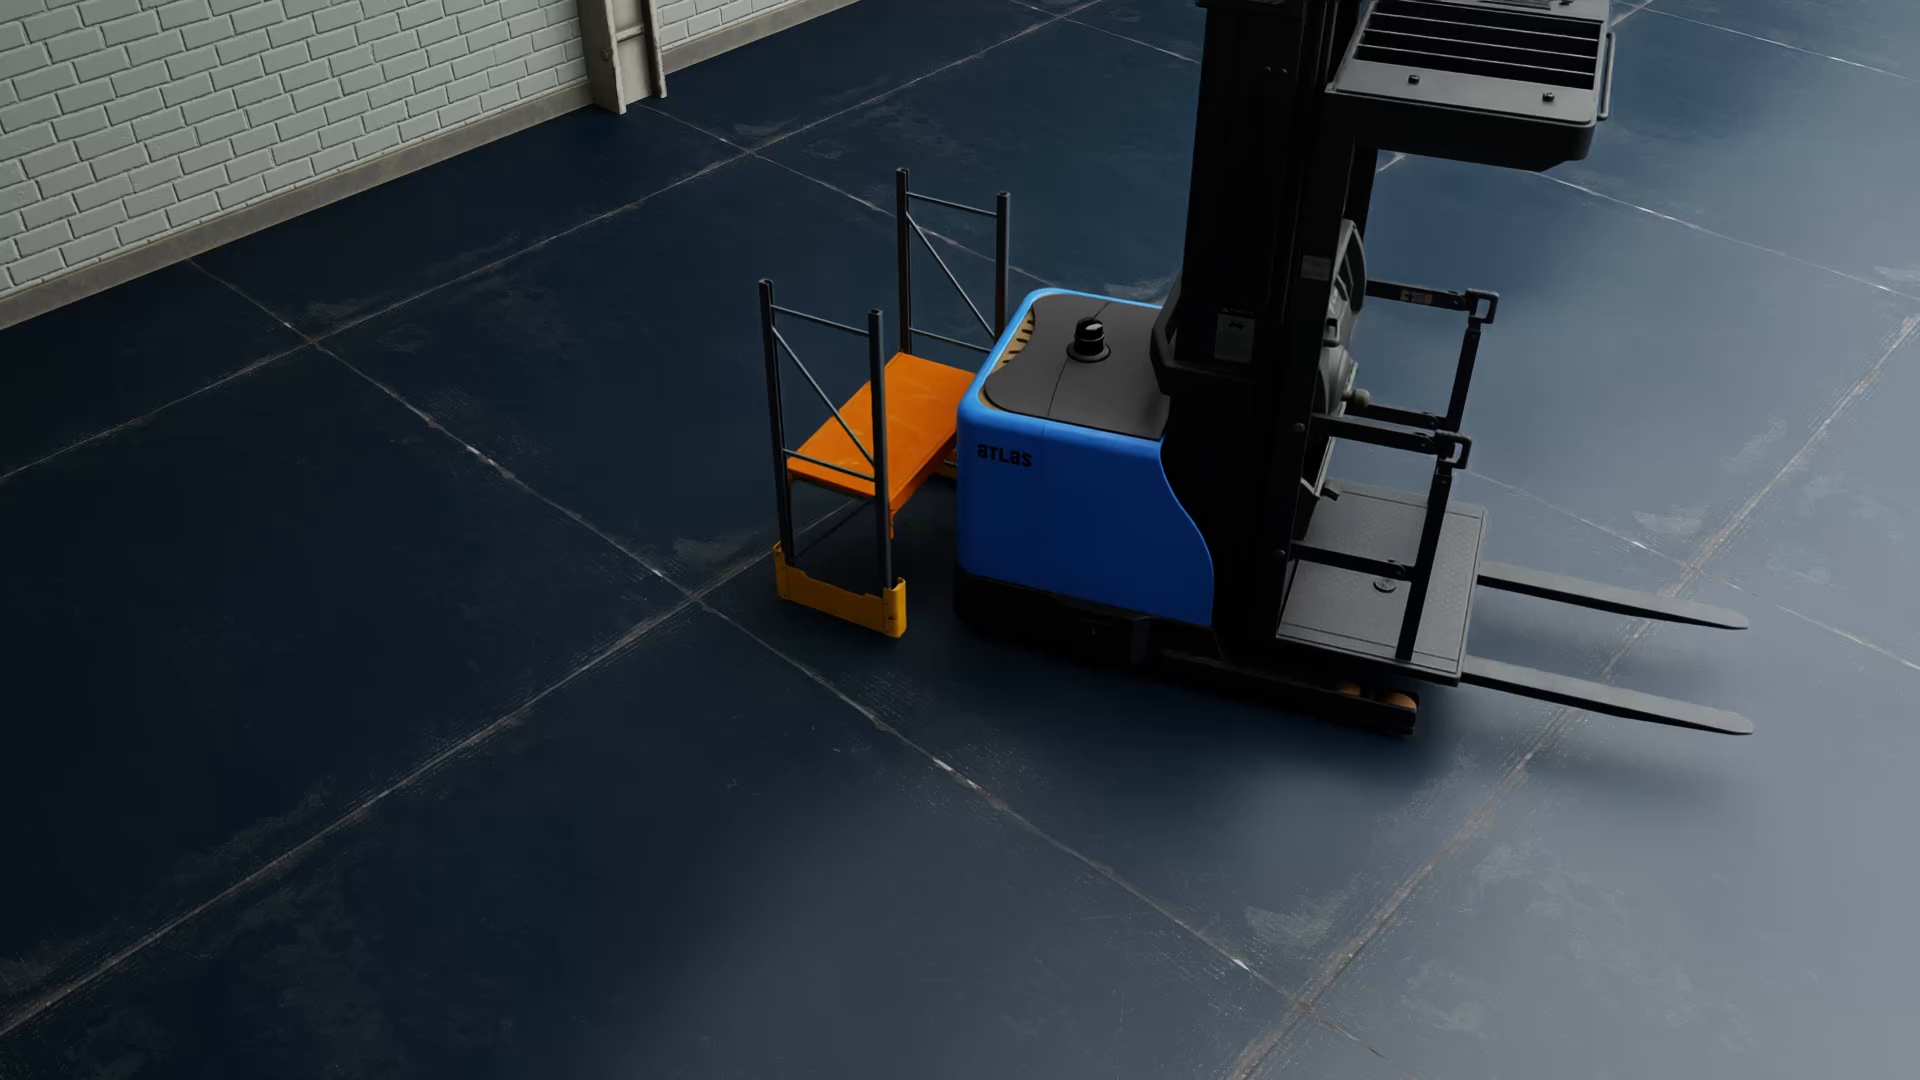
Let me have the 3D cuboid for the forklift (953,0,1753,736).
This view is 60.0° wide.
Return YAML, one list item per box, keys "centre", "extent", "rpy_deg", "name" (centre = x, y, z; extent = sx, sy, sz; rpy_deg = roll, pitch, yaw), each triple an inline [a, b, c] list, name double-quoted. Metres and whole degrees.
- centre: [1.546, -0.779, 5.874]
  extent: [3.031, 2.935, 1.130]
  rpy_deg: [12, 40, 15]
  name: "forklift"

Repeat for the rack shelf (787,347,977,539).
- centre: [-0.266, -0.422, 6.865]
  extent: [0.538, 0.185, 1.000]
  rpy_deg: [18, 42, 21]
  name: "rack shelf"

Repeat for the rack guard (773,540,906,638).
- centre: [-0.492, 0.196, 6.802]
  extent: [0.587, 0.250, 0.087]
  rpy_deg: [18, 42, 21]
  name: "rack guard"

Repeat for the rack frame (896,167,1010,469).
- centre: [-0.031, -0.843, 7.106]
  extent: [0.500, 1.500, 0.032]
  rpy_deg: [18, 42, 21]
  name: "rack frame"

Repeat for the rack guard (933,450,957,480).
- centre: [-0.032, -0.353, 7.494]
  extent: [0.587, 0.250, 0.087]
  rpy_deg: [18, 42, 21]
  name: "rack guard"

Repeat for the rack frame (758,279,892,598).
- centre: [-0.501, -0.282, 6.400]
  extent: [0.500, 1.500, 0.032]
  rpy_deg: [18, 42, 21]
  name: "rack frame"

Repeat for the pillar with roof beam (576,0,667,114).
- centre: [1.011, -4.605, 5.811]
  extent: [9.100, 9.000, 0.400]
  rpy_deg: [30, 47, 32]
  name: "pillar with roof beam"

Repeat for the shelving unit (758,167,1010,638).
- centre: [-0.262, -0.568, 6.759]
  extent: [0.587, 1.500, 1.083]
  rpy_deg: [18, 42, 21]
  name: "shelving unit"
